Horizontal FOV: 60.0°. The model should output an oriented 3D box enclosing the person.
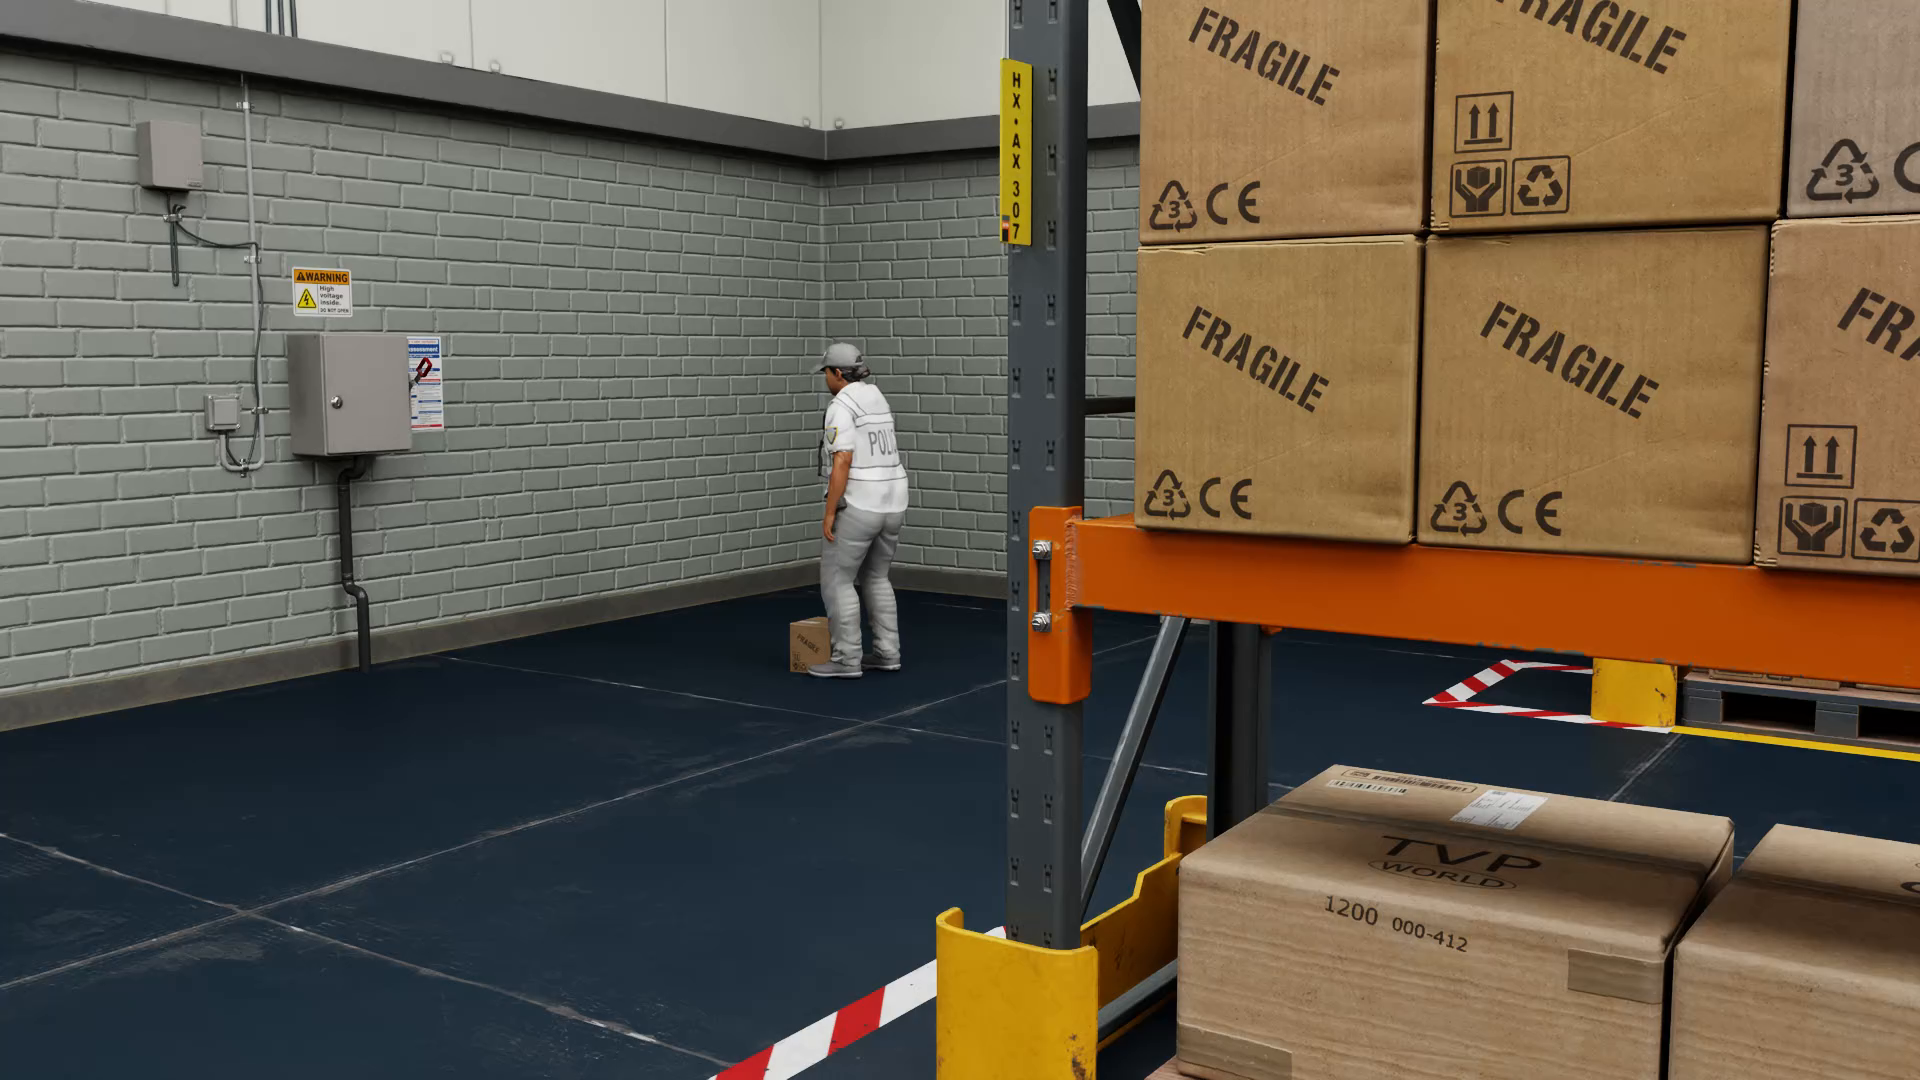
[{"bbox_3d":[-0.512,-0.148,8.298,0.471,1.665,0.562,4,7,30],"label":"person"}]
